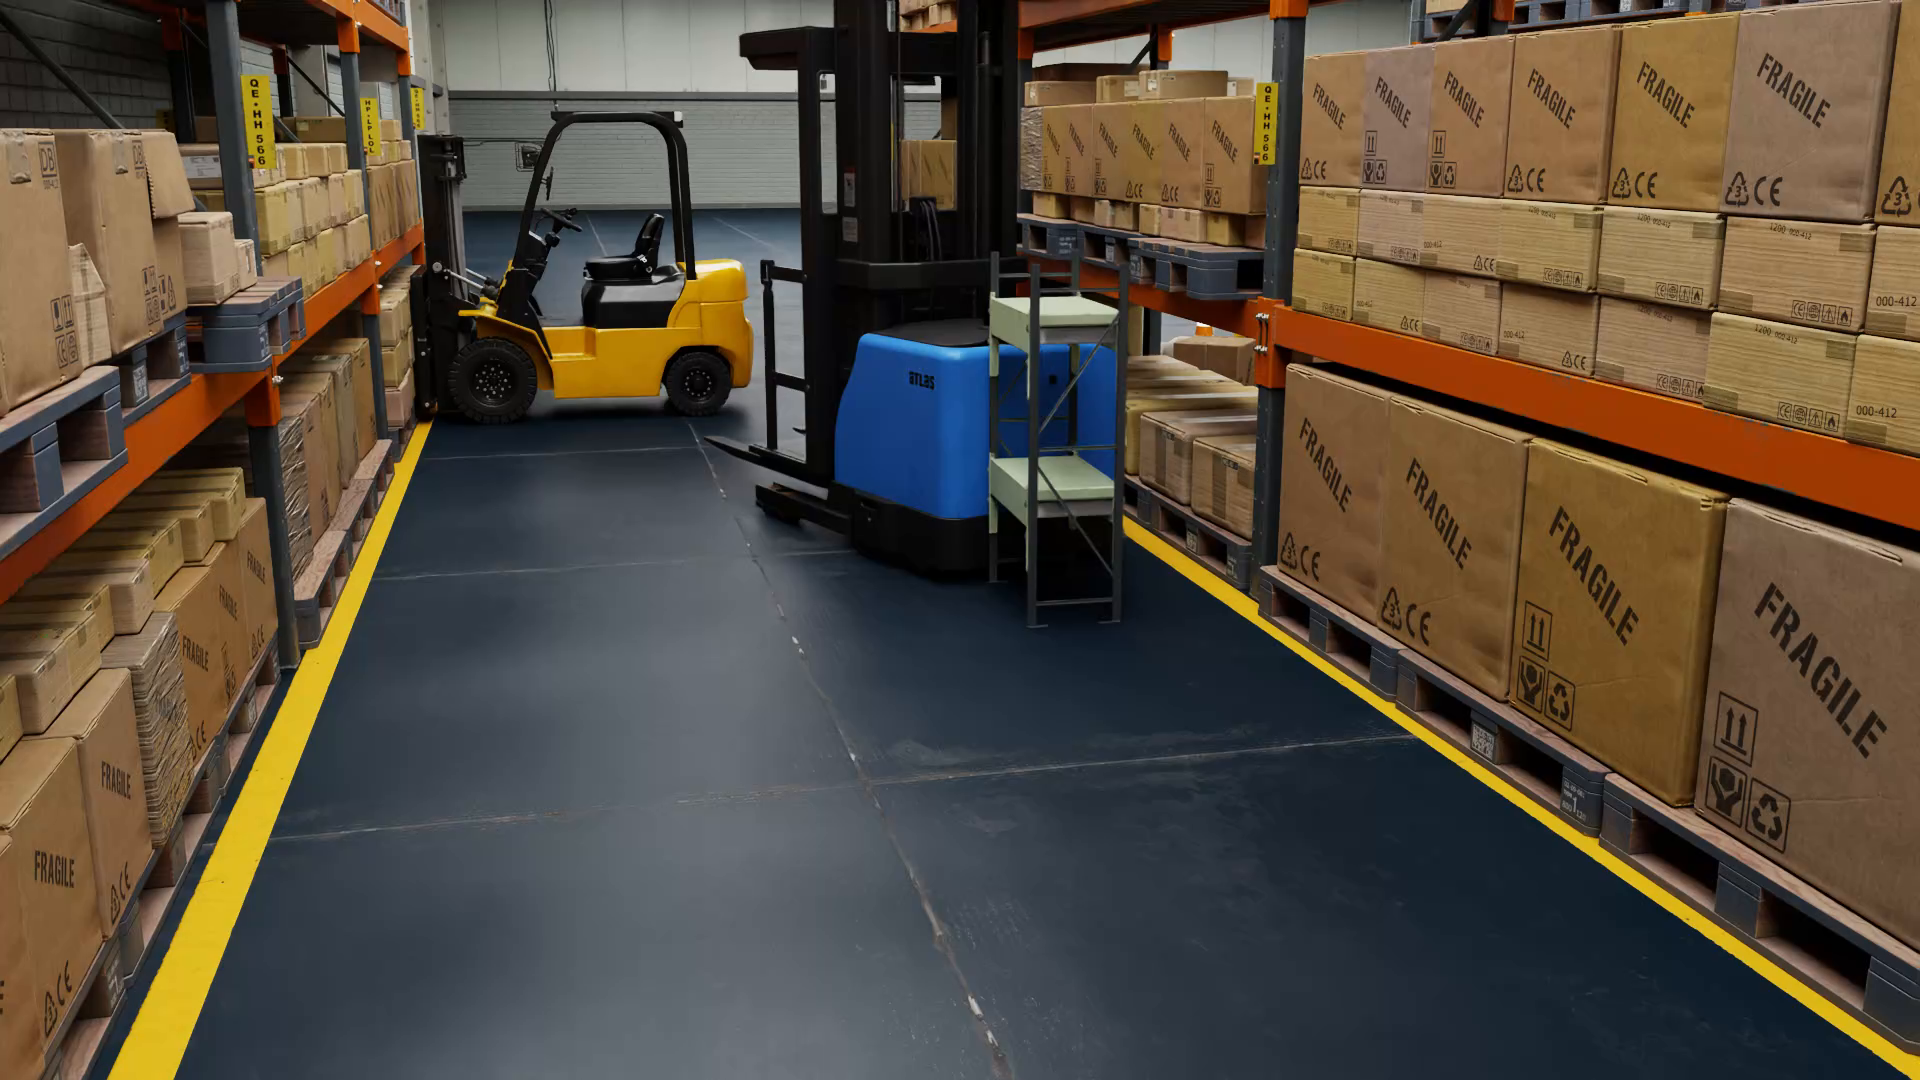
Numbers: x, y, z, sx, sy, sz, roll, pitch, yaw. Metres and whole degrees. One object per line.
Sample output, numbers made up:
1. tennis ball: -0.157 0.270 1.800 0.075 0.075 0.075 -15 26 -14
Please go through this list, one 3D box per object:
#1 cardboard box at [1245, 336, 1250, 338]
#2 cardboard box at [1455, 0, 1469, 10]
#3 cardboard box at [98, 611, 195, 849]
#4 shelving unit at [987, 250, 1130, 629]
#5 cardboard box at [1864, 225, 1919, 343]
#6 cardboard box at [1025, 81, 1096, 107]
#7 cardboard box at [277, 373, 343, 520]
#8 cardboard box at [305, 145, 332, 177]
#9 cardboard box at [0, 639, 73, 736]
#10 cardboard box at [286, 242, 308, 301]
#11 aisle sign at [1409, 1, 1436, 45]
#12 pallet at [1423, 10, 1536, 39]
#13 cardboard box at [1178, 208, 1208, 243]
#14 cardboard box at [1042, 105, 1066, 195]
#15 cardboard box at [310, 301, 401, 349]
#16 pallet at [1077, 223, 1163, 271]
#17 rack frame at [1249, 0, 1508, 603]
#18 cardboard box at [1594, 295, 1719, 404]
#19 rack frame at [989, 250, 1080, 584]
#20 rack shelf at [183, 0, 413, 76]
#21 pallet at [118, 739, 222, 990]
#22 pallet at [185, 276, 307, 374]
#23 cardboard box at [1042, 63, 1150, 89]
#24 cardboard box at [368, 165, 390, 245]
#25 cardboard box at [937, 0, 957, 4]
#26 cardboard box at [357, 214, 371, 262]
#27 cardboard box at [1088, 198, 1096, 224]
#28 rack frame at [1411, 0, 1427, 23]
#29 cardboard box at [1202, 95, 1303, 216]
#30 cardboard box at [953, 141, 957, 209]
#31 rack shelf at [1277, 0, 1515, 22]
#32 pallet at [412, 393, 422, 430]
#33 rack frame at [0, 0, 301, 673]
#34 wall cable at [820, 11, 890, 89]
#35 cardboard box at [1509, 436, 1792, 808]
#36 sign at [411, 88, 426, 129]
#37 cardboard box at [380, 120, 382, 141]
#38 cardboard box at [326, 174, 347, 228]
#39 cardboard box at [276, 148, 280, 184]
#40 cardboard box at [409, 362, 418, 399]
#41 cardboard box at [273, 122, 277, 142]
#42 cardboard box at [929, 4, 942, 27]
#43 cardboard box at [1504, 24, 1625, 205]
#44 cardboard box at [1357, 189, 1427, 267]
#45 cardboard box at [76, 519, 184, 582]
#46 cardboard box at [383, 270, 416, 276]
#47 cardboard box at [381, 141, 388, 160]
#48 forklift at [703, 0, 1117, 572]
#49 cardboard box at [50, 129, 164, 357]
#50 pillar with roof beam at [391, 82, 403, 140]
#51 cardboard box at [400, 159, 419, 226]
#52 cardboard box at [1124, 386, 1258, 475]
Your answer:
1. cardboard box: 2.779 -1.586 13.858 0.637 0.503 0.797 10 17 35
2. cardboard box: 4.581 -4.736 14.606 0.380 0.149 0.250 -3 14 -13
3. cardboard box: -2.358 0.512 4.395 0.500 0.500 0.500 -4 14 -15
4. shelving unit: 0.404 -0.455 7.130 0.431 1.500 0.755 -3 14 -11
5. cardboard box: 2.384 -0.553 3.631 0.500 0.250 0.500 -3 14 -13
6. cardboard box: 0.612 -2.724 10.167 0.380 0.149 0.250 -3 14 -13
7. cardboard box: -3.492 -0.440 8.028 0.875 0.625 0.625 -4 14 -16
8. cardboard box: -3.216 -1.810 7.937 0.380 0.149 0.250 -4 14 -15
9. cardboard box: -2.237 0.340 3.729 0.380 0.149 0.250 -3 14 -13
10. cardboard box: -3.020 -1.099 6.922 0.500 0.250 0.500 -4 14 -14
11. aisle sign: 4.385 -4.624 15.558 0.394 0.787 0.004 -3 14 -13
12. pallet: 4.878 -4.606 14.824 1.003 0.211 1.213 -3 14 -13
13. cardboard box: 1.243 -1.475 7.789 0.380 0.149 0.250 -3 14 -14
14. cardboard box: 0.795 -2.297 9.788 0.500 0.500 0.500 -3 14 -13
15. cardboard box: -3.788 -1.346 10.416 0.500 0.250 0.500 -4 14 -14
16. pallet: 1.280 -1.578 8.972 1.003 0.211 1.213 -3 14 -13
17. rack frame: 1.784 -1.217 7.089 1.000 3.000 0.127 -3 14 -13
18. cardboard box: 2.155 -0.546 4.658 0.500 0.250 0.500 -4 14 -15
19. rack frame: 0.331 -0.540 7.478 0.400 1.500 0.023 -3 14 -11
20. rack shelf: -4.449 -3.432 11.348 1.077 0.370 4.000 -3 14 -13
21. pallet: -2.618 0.870 4.421 1.003 0.211 1.213 -3 14 -13
22. pallet: -2.812 -0.694 5.352 1.213 0.211 1.003 -3 14 -13
23. cardboard box: 0.952 -2.932 11.165 0.700 0.500 0.500 -3 14 -14
24. cardboard box: -3.968 -2.147 10.685 0.500 0.500 0.500 -3 14 -12
25. cardboard box: 0.120 -4.107 12.286 0.500 0.250 0.500 -3 14 -12
26. cardboard box: -3.606 -1.688 9.332 0.500 0.250 0.500 -3 14 -12
27. cardboard box: 0.935 -1.839 9.278 0.380 0.149 0.250 -3 14 -13
28. rack frame: 4.693 -6.276 15.156 1.000 3.000 0.127 -3 14 -13
29. cardboard box: 1.407 -1.704 7.358 0.500 0.500 0.500 -4 14 -15
30. cardboard box: 0.245 -2.660 12.155 0.500 0.500 0.500 -3 14 -12
31. rack shelf: 2.254 -1.864 4.930 1.077 0.370 4.000 -3 14 -13
32. pallet: -4.415 -0.976 11.976 1.003 0.211 1.213 -3 14 -13
33. rack frame: -3.040 -0.940 5.953 1.000 3.000 0.127 -3 14 -13
34. wall cable: -2.852 -15.340 45.091 2.305 6.003 0.169 -3 14 -13
35. cardboard box: 2.281 0.187 4.933 0.875 0.875 0.875 -3 14 -12
36. sign: -4.388 -3.490 13.452 0.100 0.325 0.005 -3 14 -13
37. cardboard box: -4.264 -2.869 11.646 0.380 0.149 0.250 -3 14 -12
38. cardboard box: -3.373 -1.697 8.315 0.500 0.250 0.500 -3 14 -12
39. cardboard box: -2.977 -1.513 6.721 0.380 0.149 0.250 -3 14 -12
40. cardboard box: -4.041 -1.095 11.497 0.500 0.250 0.500 -3 14 -12
41. cardboard box: -4.366 -2.488 10.085 0.380 0.149 0.250 -4 14 -15
42. cardboard box: -0.025 -4.005 12.711 0.380 0.149 0.250 -3 14 -13
43. cardboard box: 2.010 -1.273 5.002 0.500 0.500 0.500 -3 14 -12
44. cardboard box: 1.784 -1.137 6.024 0.500 0.250 0.500 -3 14 -12
45. cardboard box: -2.546 0.043 4.945 0.380 0.149 0.250 -3 14 -12
46. cardboard box: -4.381 -1.933 12.821 0.500 0.250 0.500 -3 14 -12
47. cardboard box: -4.071 -2.611 11.218 0.380 0.149 0.250 -4 14 -15
48. forklift: -0.445 -1.573 8.691 1.130 2.935 3.031 -9 16 -32
49. cardboard box: -2.302 -0.694 3.852 0.700 0.500 0.500 -3 14 -13
50. pillar with roof beam: -5.674 -9.881 29.911 9.100 9.000 0.400 -3 14 -13
51. cardboard box: -4.548 -2.735 13.091 0.500 0.500 0.500 -4 14 -14
52. cardboard box: 1.308 -0.621 9.299 0.950 0.372 0.625 -3 14 -11
